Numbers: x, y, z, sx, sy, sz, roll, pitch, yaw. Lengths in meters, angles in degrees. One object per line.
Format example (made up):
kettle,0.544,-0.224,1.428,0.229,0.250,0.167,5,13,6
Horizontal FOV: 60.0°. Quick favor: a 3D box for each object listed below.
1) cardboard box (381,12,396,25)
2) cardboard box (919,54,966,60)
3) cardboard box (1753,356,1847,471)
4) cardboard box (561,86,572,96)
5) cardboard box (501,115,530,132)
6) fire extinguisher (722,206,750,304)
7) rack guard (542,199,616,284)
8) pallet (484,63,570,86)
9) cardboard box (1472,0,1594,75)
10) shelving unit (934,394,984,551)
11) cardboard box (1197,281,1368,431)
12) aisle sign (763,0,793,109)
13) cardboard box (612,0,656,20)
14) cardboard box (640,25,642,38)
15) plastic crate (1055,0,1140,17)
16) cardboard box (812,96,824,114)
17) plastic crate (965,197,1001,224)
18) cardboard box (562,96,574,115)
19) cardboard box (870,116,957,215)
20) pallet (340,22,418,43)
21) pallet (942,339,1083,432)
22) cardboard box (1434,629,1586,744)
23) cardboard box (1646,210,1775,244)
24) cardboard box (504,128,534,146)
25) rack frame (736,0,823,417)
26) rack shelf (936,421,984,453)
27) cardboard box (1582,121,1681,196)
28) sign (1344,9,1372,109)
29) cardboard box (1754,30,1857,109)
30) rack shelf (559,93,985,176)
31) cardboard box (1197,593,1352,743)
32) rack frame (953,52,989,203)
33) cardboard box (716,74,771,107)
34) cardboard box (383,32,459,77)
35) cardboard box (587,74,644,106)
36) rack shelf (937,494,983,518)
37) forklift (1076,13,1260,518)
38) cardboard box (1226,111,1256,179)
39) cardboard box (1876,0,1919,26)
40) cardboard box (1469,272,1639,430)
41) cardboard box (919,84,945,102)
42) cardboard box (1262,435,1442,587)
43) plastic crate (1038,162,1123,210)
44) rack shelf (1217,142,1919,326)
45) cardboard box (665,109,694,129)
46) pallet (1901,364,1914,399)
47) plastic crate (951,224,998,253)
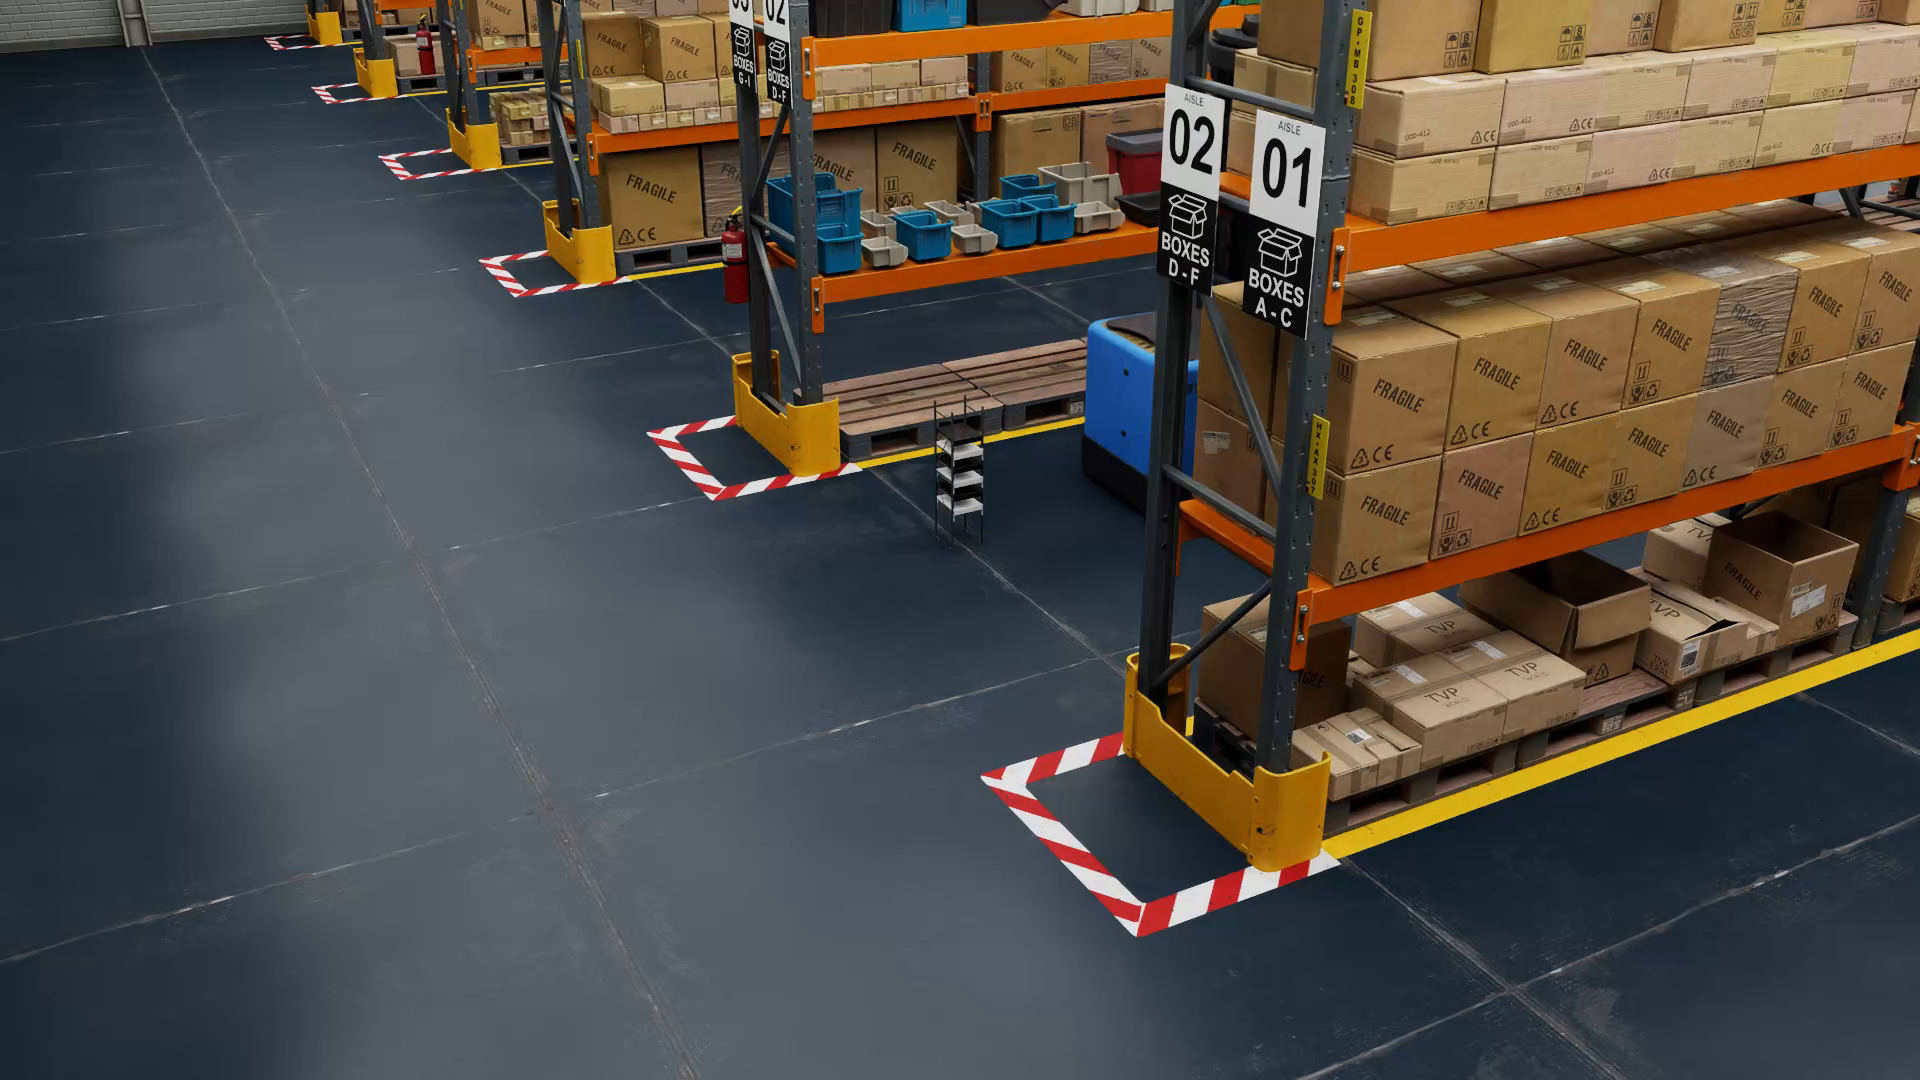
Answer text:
cardboard box,-9.553,-8.665,27.641,0.250,0.149,0.380,-14,29,-27
cardboard box,-0.279,-4.945,16.047,0.500,0.500,0.500,-12,28,-24
cardboard box,3.885,-0.692,8.110,0.500,0.500,0.500,-12,28,-24
cardboard box,-4.750,-5.372,20.095,0.250,0.149,0.380,-14,29,-27
cardboard box,-5.190,-4.883,19.420,0.250,0.149,0.380,-12,28,-23
fire extinguisher,-1.545,-1.970,11.408,0.183,0.674,0.296,-13,29,-25
rack guard,-3.550,-2.790,15.483,0.348,0.500,1.175,-13,29,-25
pallet,-6.448,-6.889,24.354,1.213,0.211,1.003,-13,29,-25
cardboard box,2.056,-2.166,6.559,0.500,0.500,0.700,-13,29,-25
shelving unit,-0.007,-0.404,10.052,0.210,0.900,0.258,-13,29,-25
cardboard box,1.393,-0.829,7.240,0.500,0.500,0.500,-13,29,-26
aisle sign,-1.121,-3.074,10.183,0.004,0.787,0.394,-13,29,-25
cardboard box,-3.902,-6.321,19.491,0.500,0.500,0.500,-14,29,-26
cardboard box,-3.731,-6.044,19.664,0.250,0.149,0.380,-12,28,-24
plastic crate,0.903,-3.662,11.084,0.530,0.282,0.437,-13,29,-25
cardboard box,-1.473,-4.123,15.661,0.250,0.149,0.380,-13,28,-24
plastic crate,0.186,-2.360,11.936,0.250,0.136,0.298,-13,29,-25
cardboard box,-4.682,-5.090,19.508,0.250,0.149,0.380,-13,29,-25
cardboard box,-0.619,-3.864,16.802,0.875,0.875,0.875,-13,29,-25
pallet,-9.761,-8.522,27.757,1.213,0.211,1.003,-13,29,-25
pallet,0.623,-1.173,12.449,1.213,0.211,1.003,-13,29,-25
cardboard box,2.625,0.698,8.000,0.500,0.250,0.500,-13,29,-25
cardboard box,3.656,-1.354,8.334,0.500,0.500,0.500,-14,29,-27
cardboard box,-5.160,-4.725,19.434,0.250,0.149,0.380,-12,28,-24
rack frame,-1.198,-2.030,11.013,0.127,3.000,1.000,-13,29,-25
rack shelf,-0.007,-0.617,9.949,0.200,0.077,0.258,-13,29,-25
cardboard box,2.590,-1.629,6.885,0.500,0.250,0.500,-13,29,-25
sign,1.385,-1.677,5.801,0.005,0.325,0.100,-13,29,-25
cardboard box,3.473,-2.058,7.201,0.500,0.250,0.500,-13,29,-25
rack shelf,-1.764,-4.005,15.957,4.000,0.370,1.077,-13,29,-25
cardboard box,1.494,0.586,7.943,0.500,0.500,0.500,-13,29,-25
rack frame,0.001,-4.736,16.649,0.127,3.000,1.000,-13,29,-25
cardboard box,-2.077,-4.192,15.345,0.500,0.250,0.500,-14,29,-27
cardboard box,-7.656,-6.913,23.658,0.875,0.438,0.875,-14,29,-27
cardboard box,-3.226,-4.188,15.337,0.500,0.250,0.500,-13,29,-26
rack shelf,-0.007,-0.212,10.144,0.200,0.077,0.258,-13,29,-25
forklift,2.333,-1.847,10.711,3.031,2.935,1.130,-12,28,-23
cardboard box,1.459,-1.628,6.882,0.500,0.250,0.500,-13,29,-25
cardboard box,4.248,-2.687,7.644,0.500,0.500,0.700,-13,29,-25
cardboard box,2.547,-0.832,7.247,0.500,0.500,0.500,-13,28,-24
cardboard box,-0.341,-4.383,16.204,0.250,0.149,0.380,-12,28,-24
cardboard box,1.645,-0.172,7.028,0.500,0.500,0.500,-12,28,-24
plastic crate,0.898,-2.578,12.221,0.530,0.282,0.437,-13,29,-25
rack shelf,2.895,-1.573,7.426,4.000,0.370,1.077,-13,29,-25
cardboard box,-2.608,-3.860,15.114,0.250,0.149,0.380,-14,29,-26
pallet,5.416,-0.987,9.061,1.213,0.211,1.003,-13,29,-25
plastic crate,0.096,-2.035,11.258,0.298,0.136,0.250,-13,29,-25
